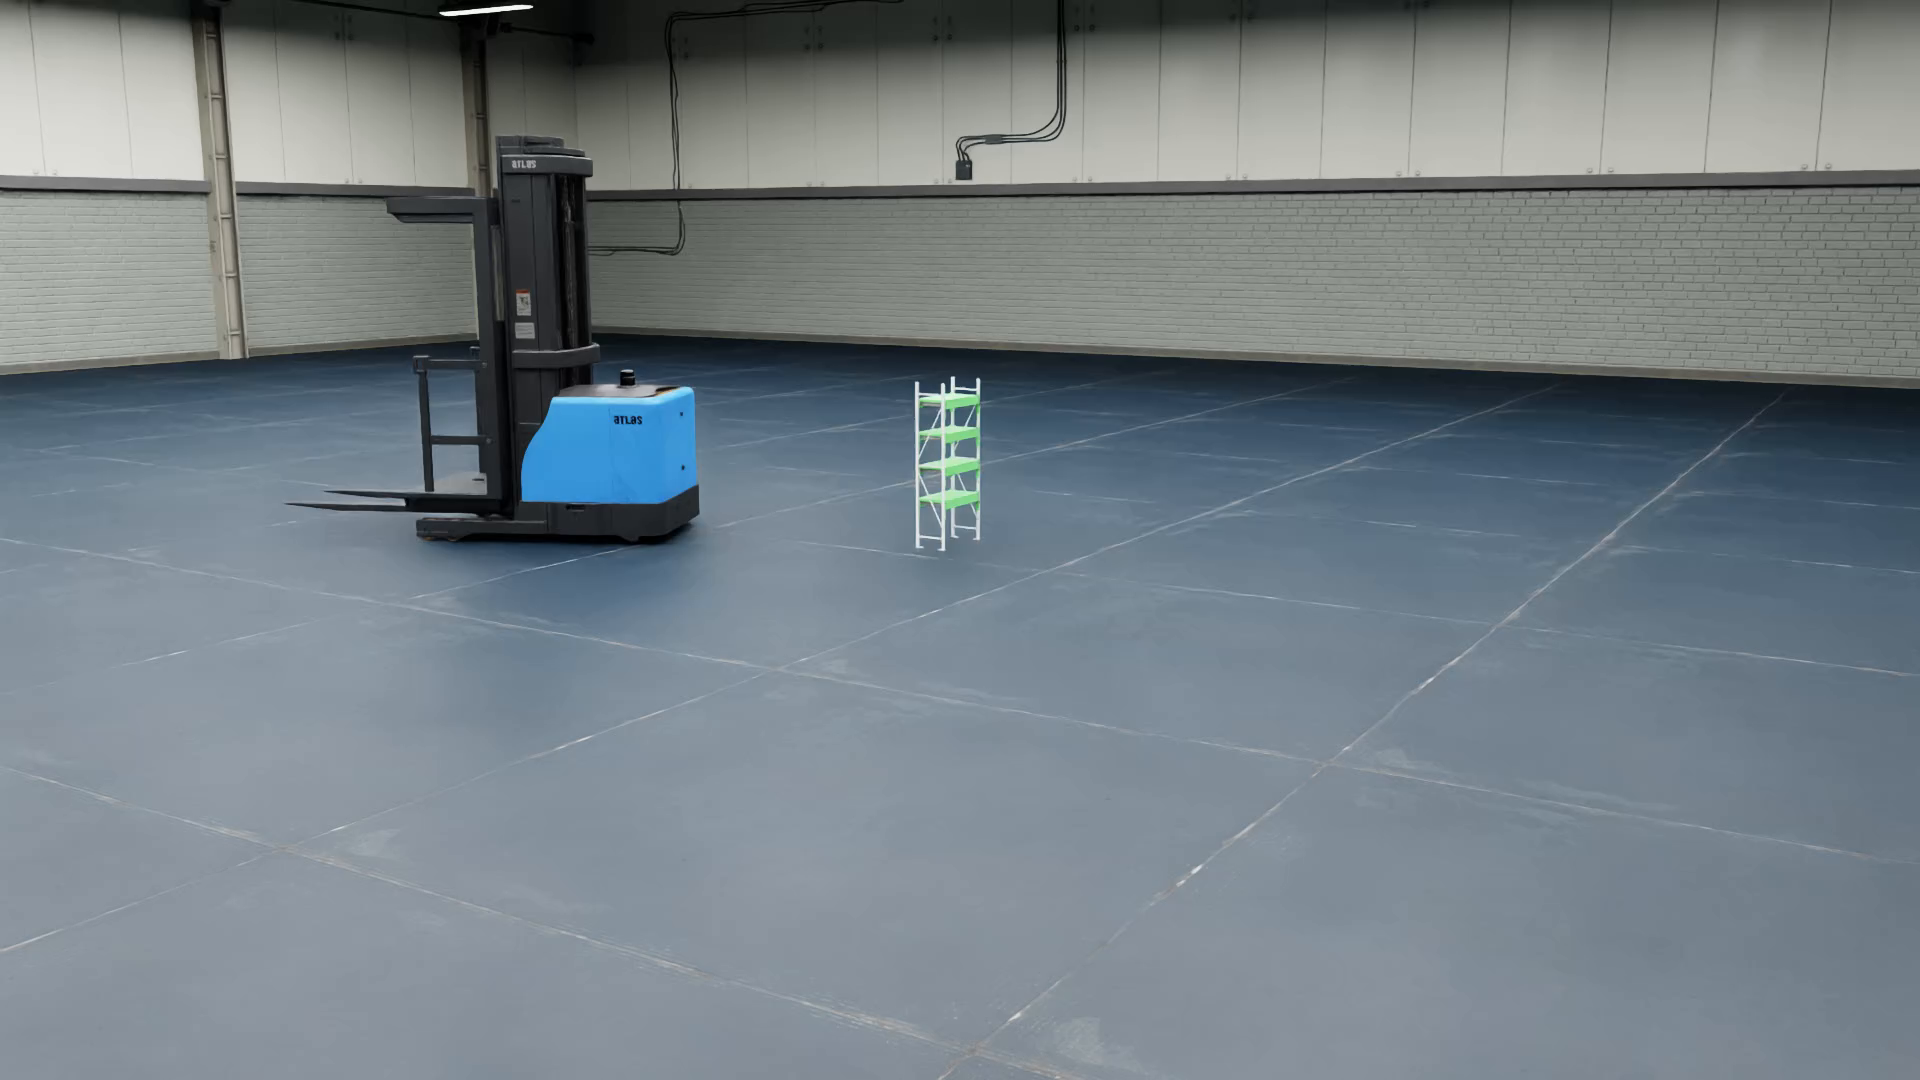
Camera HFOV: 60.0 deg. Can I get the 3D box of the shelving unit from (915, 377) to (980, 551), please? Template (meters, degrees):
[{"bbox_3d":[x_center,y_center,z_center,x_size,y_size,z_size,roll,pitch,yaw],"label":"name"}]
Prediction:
[{"bbox_3d":[-0.086,-0.564,12.119,0.258,1.200,0.503,6,12,31],"label":"shelving unit"}]

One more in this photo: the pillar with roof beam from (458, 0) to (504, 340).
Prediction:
[{"bbox_3d":[-6.166,-8.197,31.701,9.100,9.000,0.548,6,12,31],"label":"pillar with roof beam"}]

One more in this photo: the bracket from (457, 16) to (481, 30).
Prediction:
[{"bbox_3d":[-9.757,-10.279,33.037,0.235,0.232,0.430,6,12,31],"label":"bracket"}]

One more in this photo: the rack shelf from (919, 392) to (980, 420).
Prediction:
[{"bbox_3d":[-0.086,-0.973,12.043,0.258,0.148,0.480,6,12,31],"label":"rack shelf"}]

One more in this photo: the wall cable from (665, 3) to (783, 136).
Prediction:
[{"bbox_3d":[-4.874,-9.643,34.138,3.097,2.526,0.112,6,12,31],"label":"wall cable"}]

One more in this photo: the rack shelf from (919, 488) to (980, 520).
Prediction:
[{"bbox_3d":[-0.086,-0.265,12.175,0.258,0.148,0.480,6,12,31],"label":"rack shelf"}]

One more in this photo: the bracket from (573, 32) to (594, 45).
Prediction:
[{"bbox_3d":[-8.096,-10.782,35.725,0.235,0.232,0.430,6,12,31],"label":"bracket"}]

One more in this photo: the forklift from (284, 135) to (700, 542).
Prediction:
[{"bbox_3d":[-3.601,-1.526,12.557,3.031,2.935,1.130,1,11,7],"label":"forklift"}]

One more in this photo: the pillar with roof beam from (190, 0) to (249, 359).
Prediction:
[{"bbox_3d":[-9.281,-7.254,26.660,9.100,9.000,0.548,6,12,31],"label":"pillar with roof beam"}]

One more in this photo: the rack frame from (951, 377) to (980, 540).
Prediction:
[{"bbox_3d":[0.041,-0.602,12.324,0.240,1.200,0.015,6,12,31],"label":"rack frame"}]

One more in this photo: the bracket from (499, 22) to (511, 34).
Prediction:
[{"bbox_3d":[-9.326,-10.409,33.734,0.235,0.232,0.430,6,12,31],"label":"bracket"}]

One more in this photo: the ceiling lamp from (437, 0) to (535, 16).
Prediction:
[{"bbox_3d":[-7.792,-10.416,27.691,2.000,3.185,0.800,6,12,31],"label":"ceiling lamp"}]

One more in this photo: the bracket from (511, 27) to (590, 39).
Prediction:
[{"bbox_3d":[-8.403,-10.689,35.229,0.076,0.066,3.189,6,12,31],"label":"bracket"}]

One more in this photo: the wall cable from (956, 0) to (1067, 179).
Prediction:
[{"bbox_3d":[0.920,-9.708,30.527,2.305,6.003,0.169,6,12,31],"label":"wall cable"}]

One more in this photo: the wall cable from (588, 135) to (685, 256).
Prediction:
[{"bbox_3d":[-7.186,-7.419,35.983,3.097,2.526,0.112,6,12,31],"label":"wall cable"}]

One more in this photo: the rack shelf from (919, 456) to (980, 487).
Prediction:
[{"bbox_3d":[-0.086,-0.501,12.131,0.258,0.148,0.480,6,12,31],"label":"rack shelf"}]

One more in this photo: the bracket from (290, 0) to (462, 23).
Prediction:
[{"bbox_3d":[-11.095,-9.874,30.872,0.076,0.066,4.783,6,12,31],"label":"bracket"}]

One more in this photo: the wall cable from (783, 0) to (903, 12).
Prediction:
[{"bbox_3d":[-2.229,-11.583,32.140,3.097,2.526,0.112,6,12,31],"label":"wall cable"}]

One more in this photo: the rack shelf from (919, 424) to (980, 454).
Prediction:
[{"bbox_3d":[-0.086,-0.737,12.087,0.258,0.148,0.480,6,12,31],"label":"rack shelf"}]

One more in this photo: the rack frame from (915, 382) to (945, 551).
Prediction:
[{"bbox_3d":[-0.213,-0.525,11.914,0.240,1.200,0.015,6,12,31],"label":"rack frame"}]
